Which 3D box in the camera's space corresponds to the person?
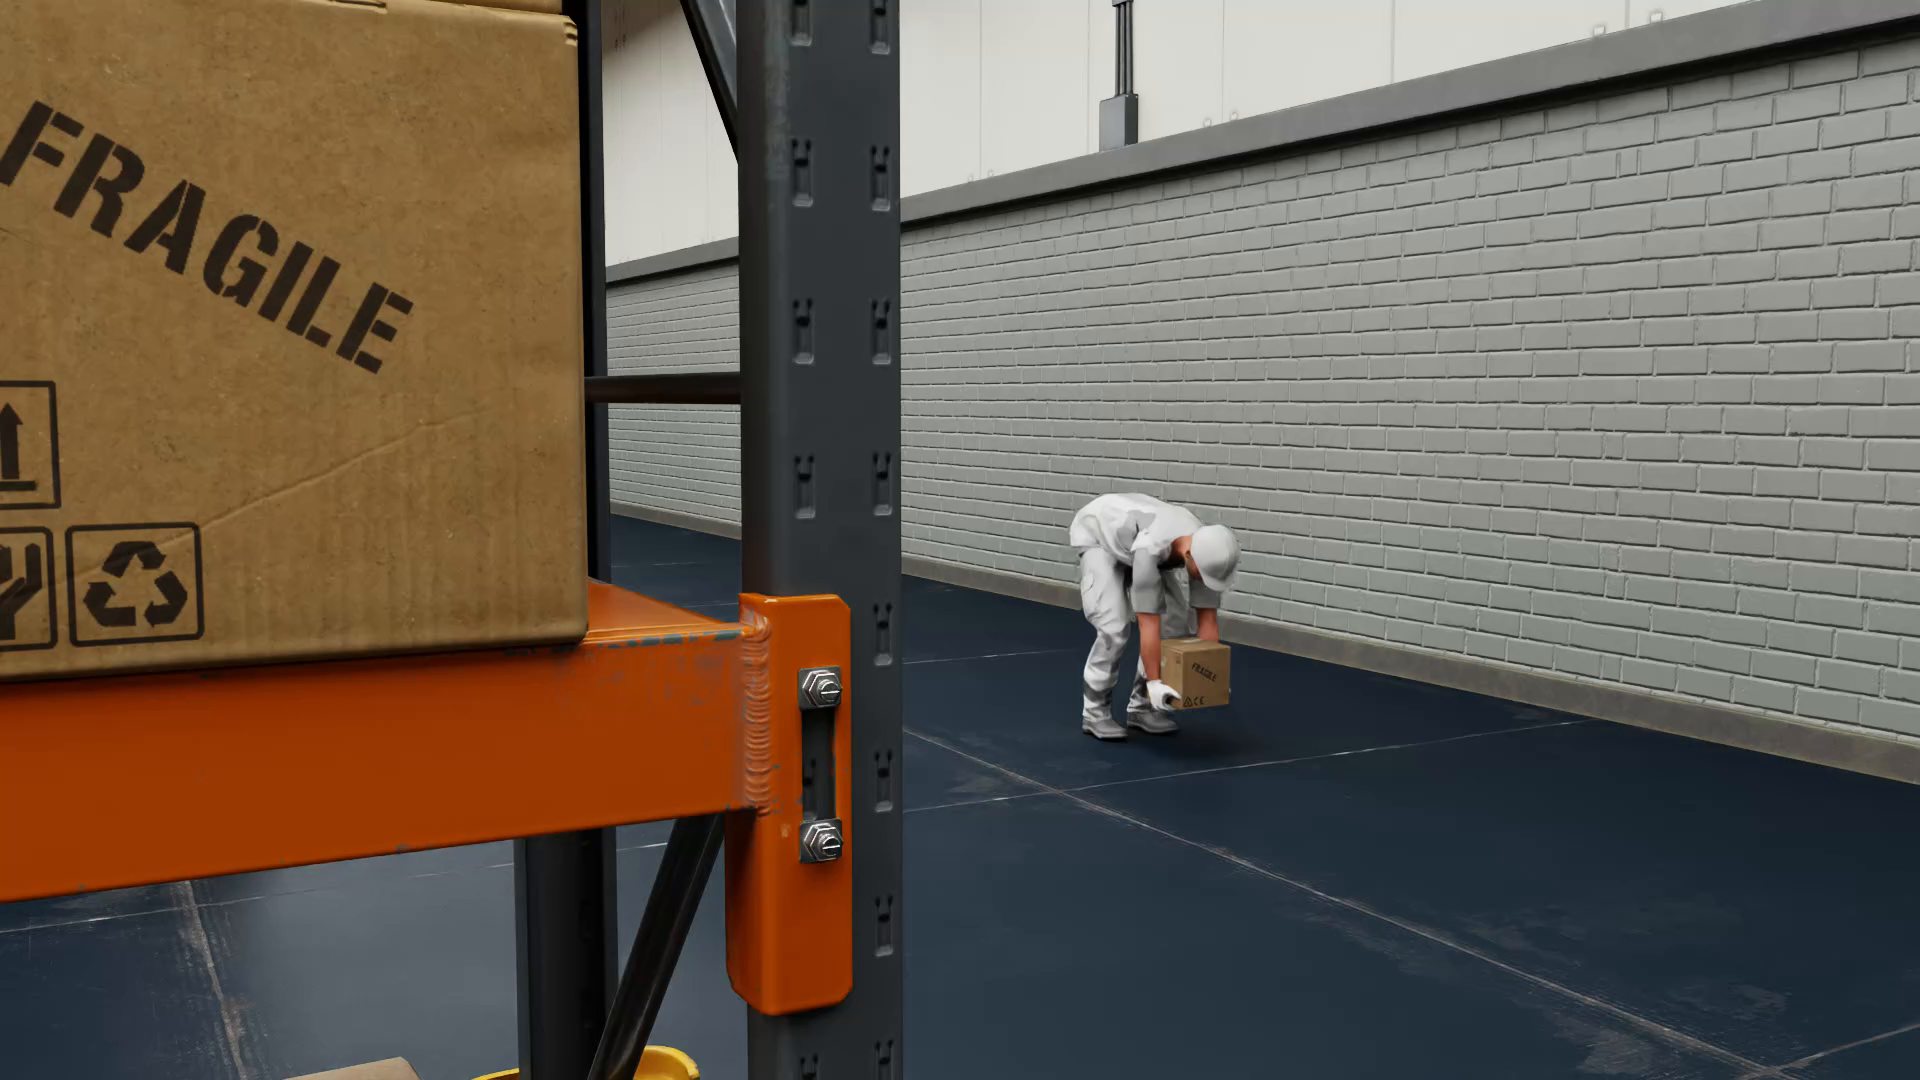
[{"bbox_3d":[0.860,0.344,7.198,0.514,1.072,0.964,-3,6,-31],"label":"person"}]
